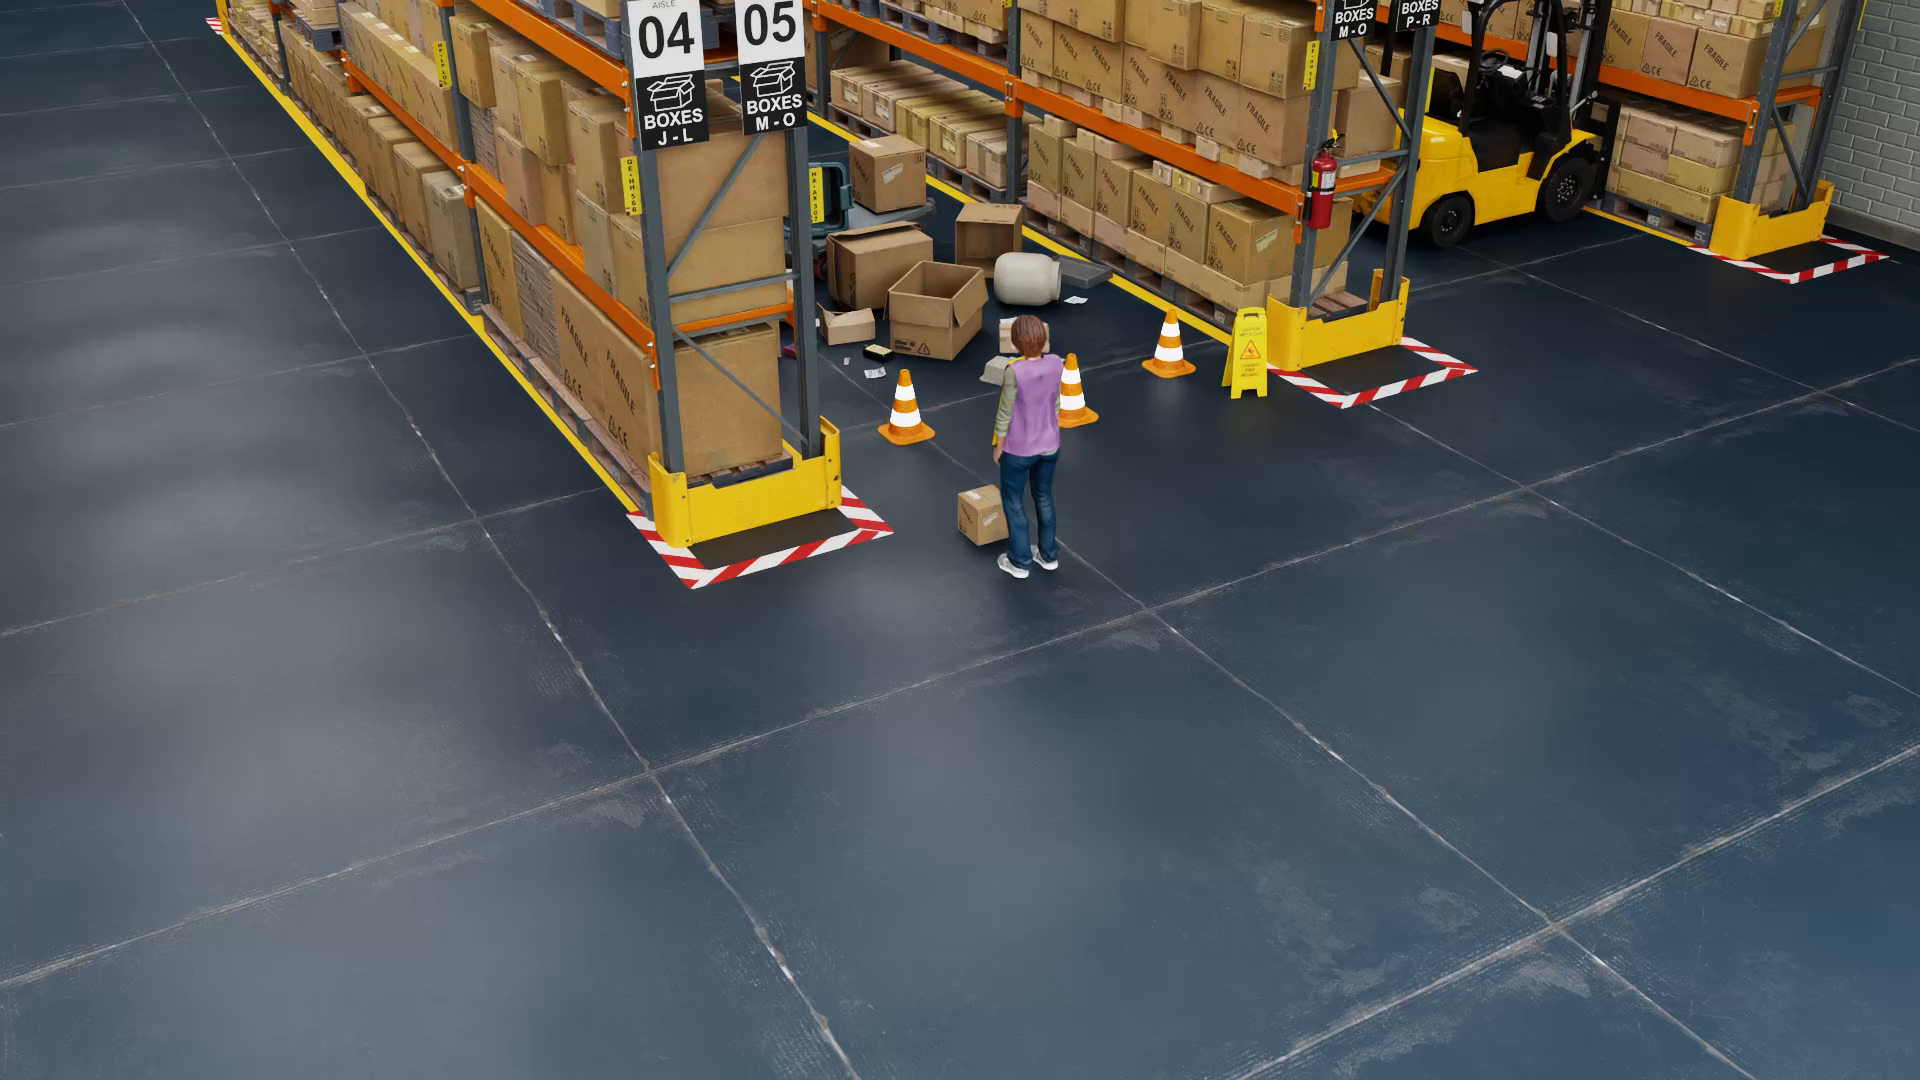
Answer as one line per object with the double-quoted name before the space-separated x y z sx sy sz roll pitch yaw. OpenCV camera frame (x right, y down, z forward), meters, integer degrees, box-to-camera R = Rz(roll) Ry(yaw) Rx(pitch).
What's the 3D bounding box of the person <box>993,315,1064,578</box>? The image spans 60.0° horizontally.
"person" 0.386 -0.517 9.501 0.408 1.580 0.299 -15 33 -25
